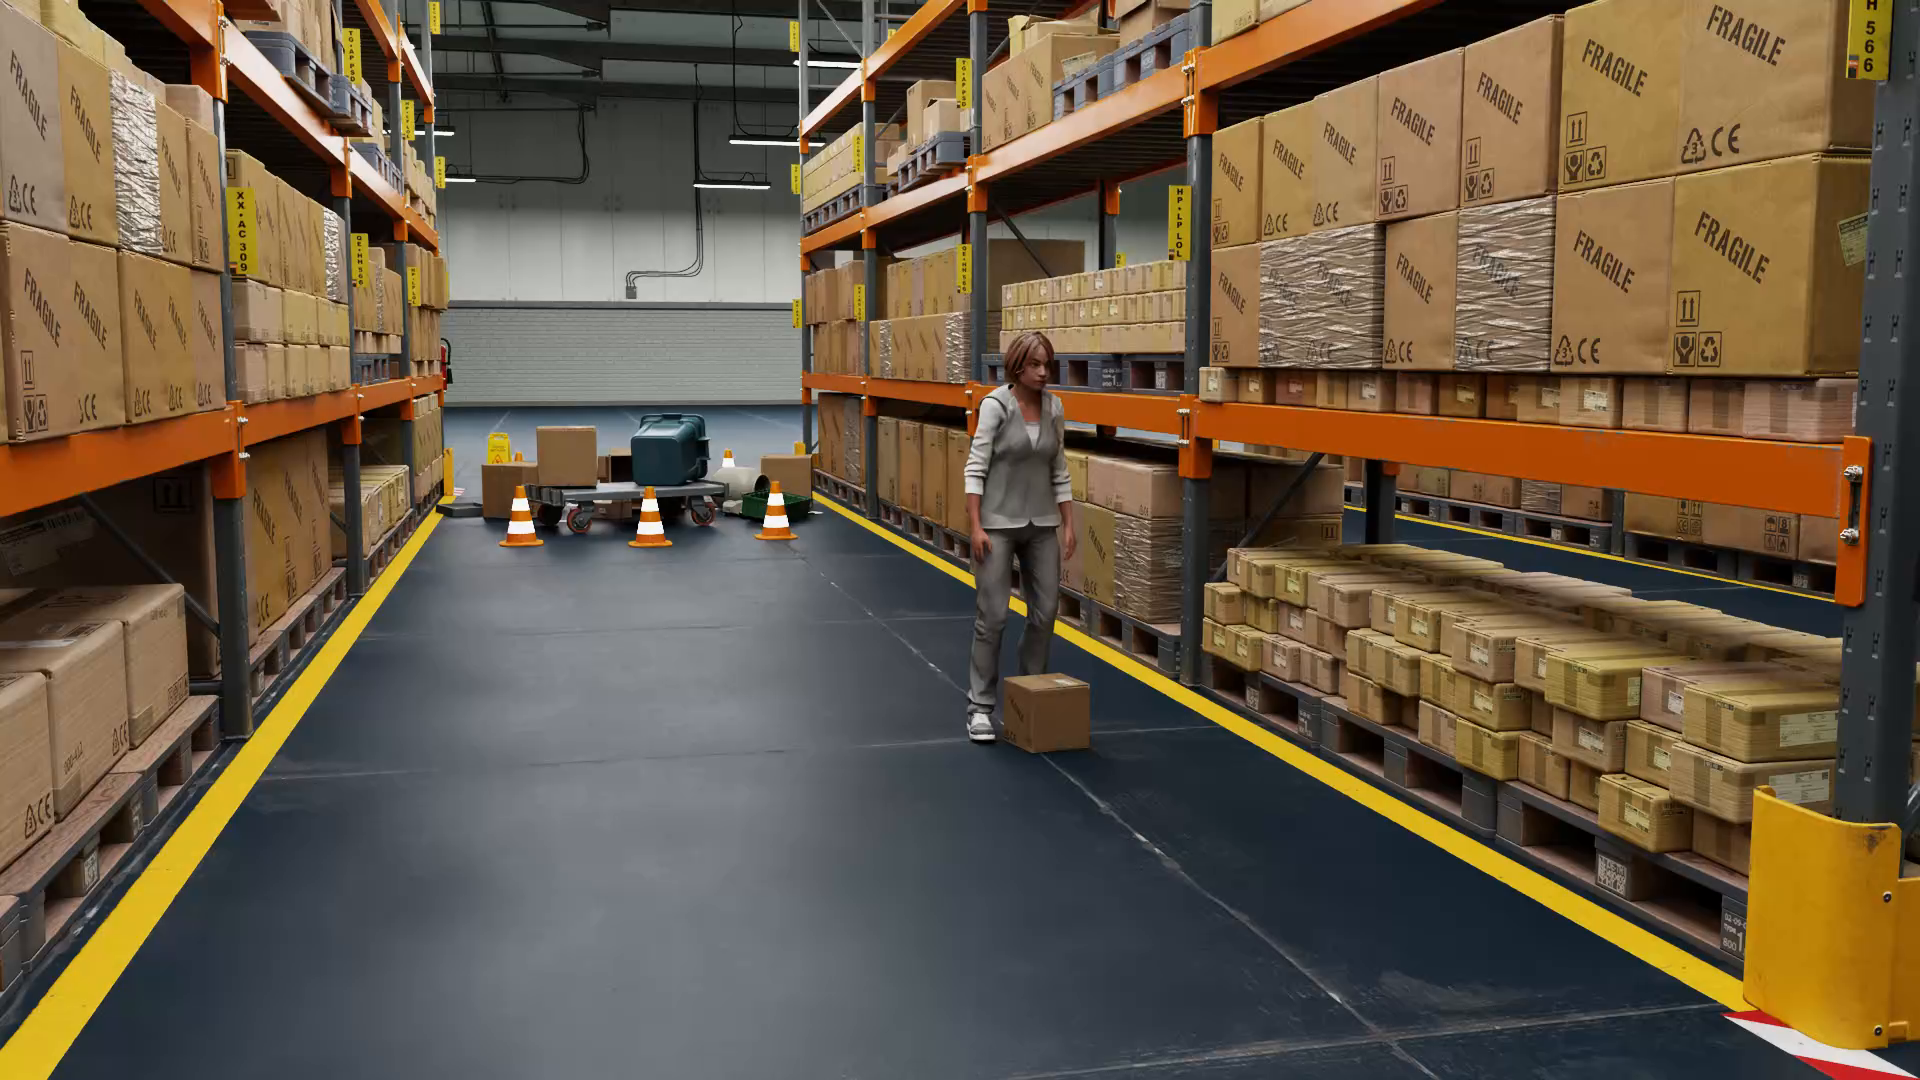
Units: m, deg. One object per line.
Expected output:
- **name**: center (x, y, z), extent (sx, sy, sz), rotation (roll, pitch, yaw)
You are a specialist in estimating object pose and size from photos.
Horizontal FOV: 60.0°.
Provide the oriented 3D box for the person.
- **person**: center (0.231, -0.017, 6.578), extent (0.484, 1.583, 0.341), rotation (-3, 7, -25)
